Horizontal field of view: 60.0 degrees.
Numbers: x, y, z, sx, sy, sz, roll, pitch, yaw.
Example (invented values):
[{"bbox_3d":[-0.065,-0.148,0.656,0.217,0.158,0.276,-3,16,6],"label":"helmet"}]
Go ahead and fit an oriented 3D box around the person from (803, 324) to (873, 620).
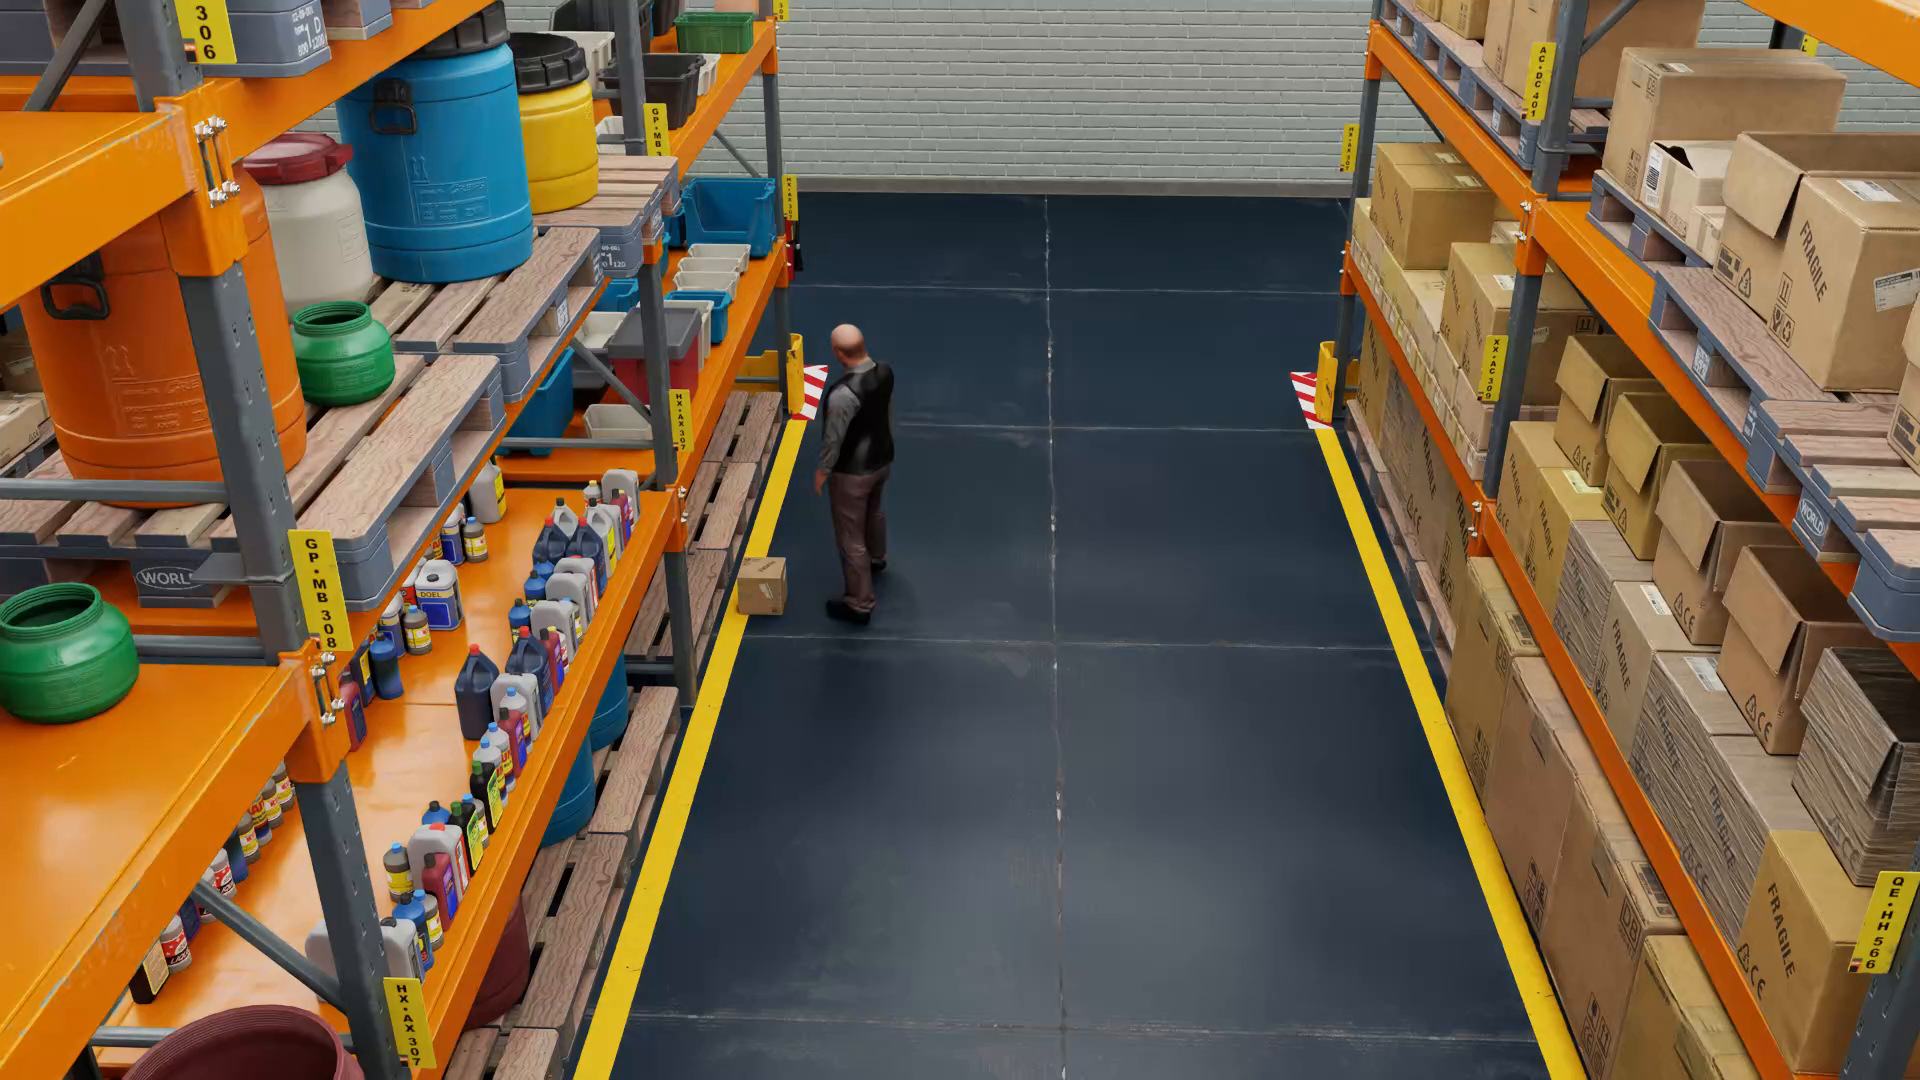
[{"bbox_3d":[-0.704,-0.399,9.388,0.412,1.729,0.640,6,28,11],"label":"person"}]
